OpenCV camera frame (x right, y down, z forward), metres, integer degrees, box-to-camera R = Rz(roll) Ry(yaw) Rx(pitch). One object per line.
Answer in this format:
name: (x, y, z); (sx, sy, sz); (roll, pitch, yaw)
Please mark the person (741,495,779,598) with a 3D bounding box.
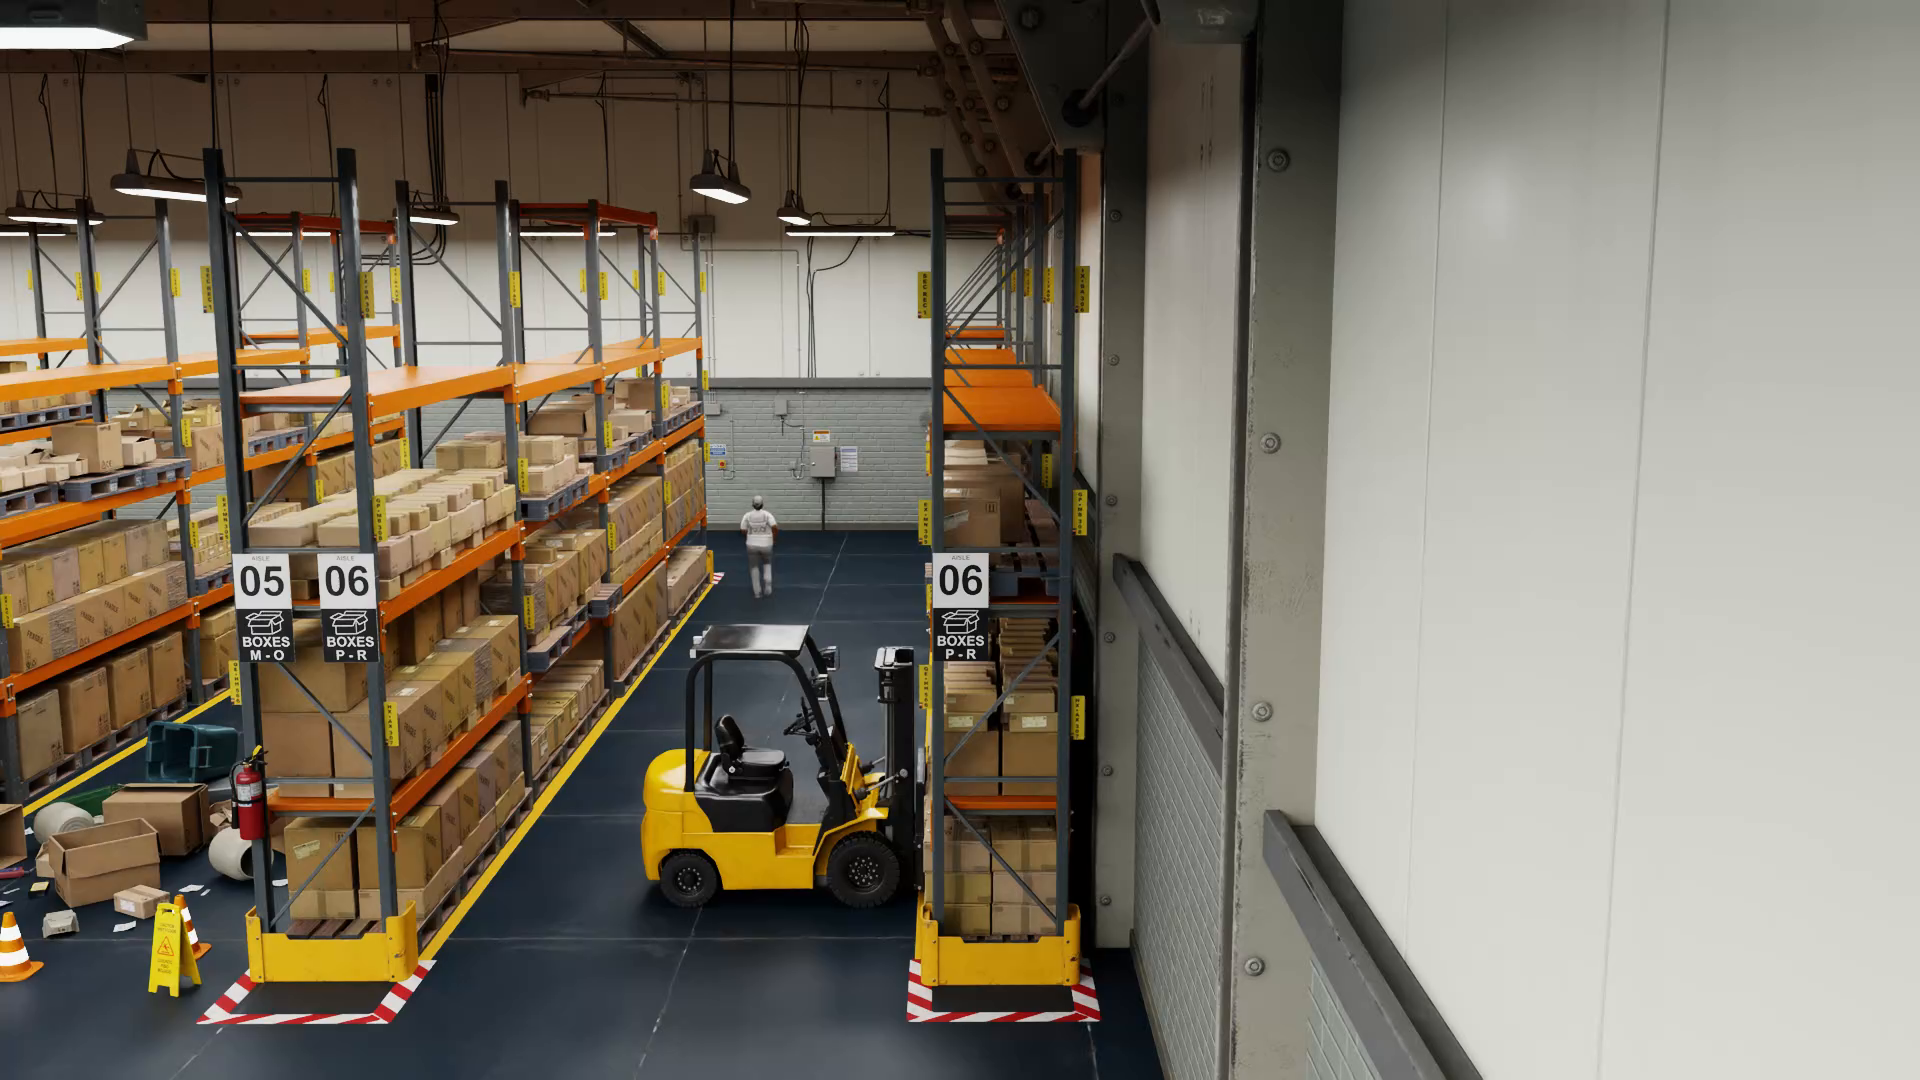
person: (-3.147, 0.092, 26.176); (0.592, 1.626, 0.583); (-1, 9, -7)
